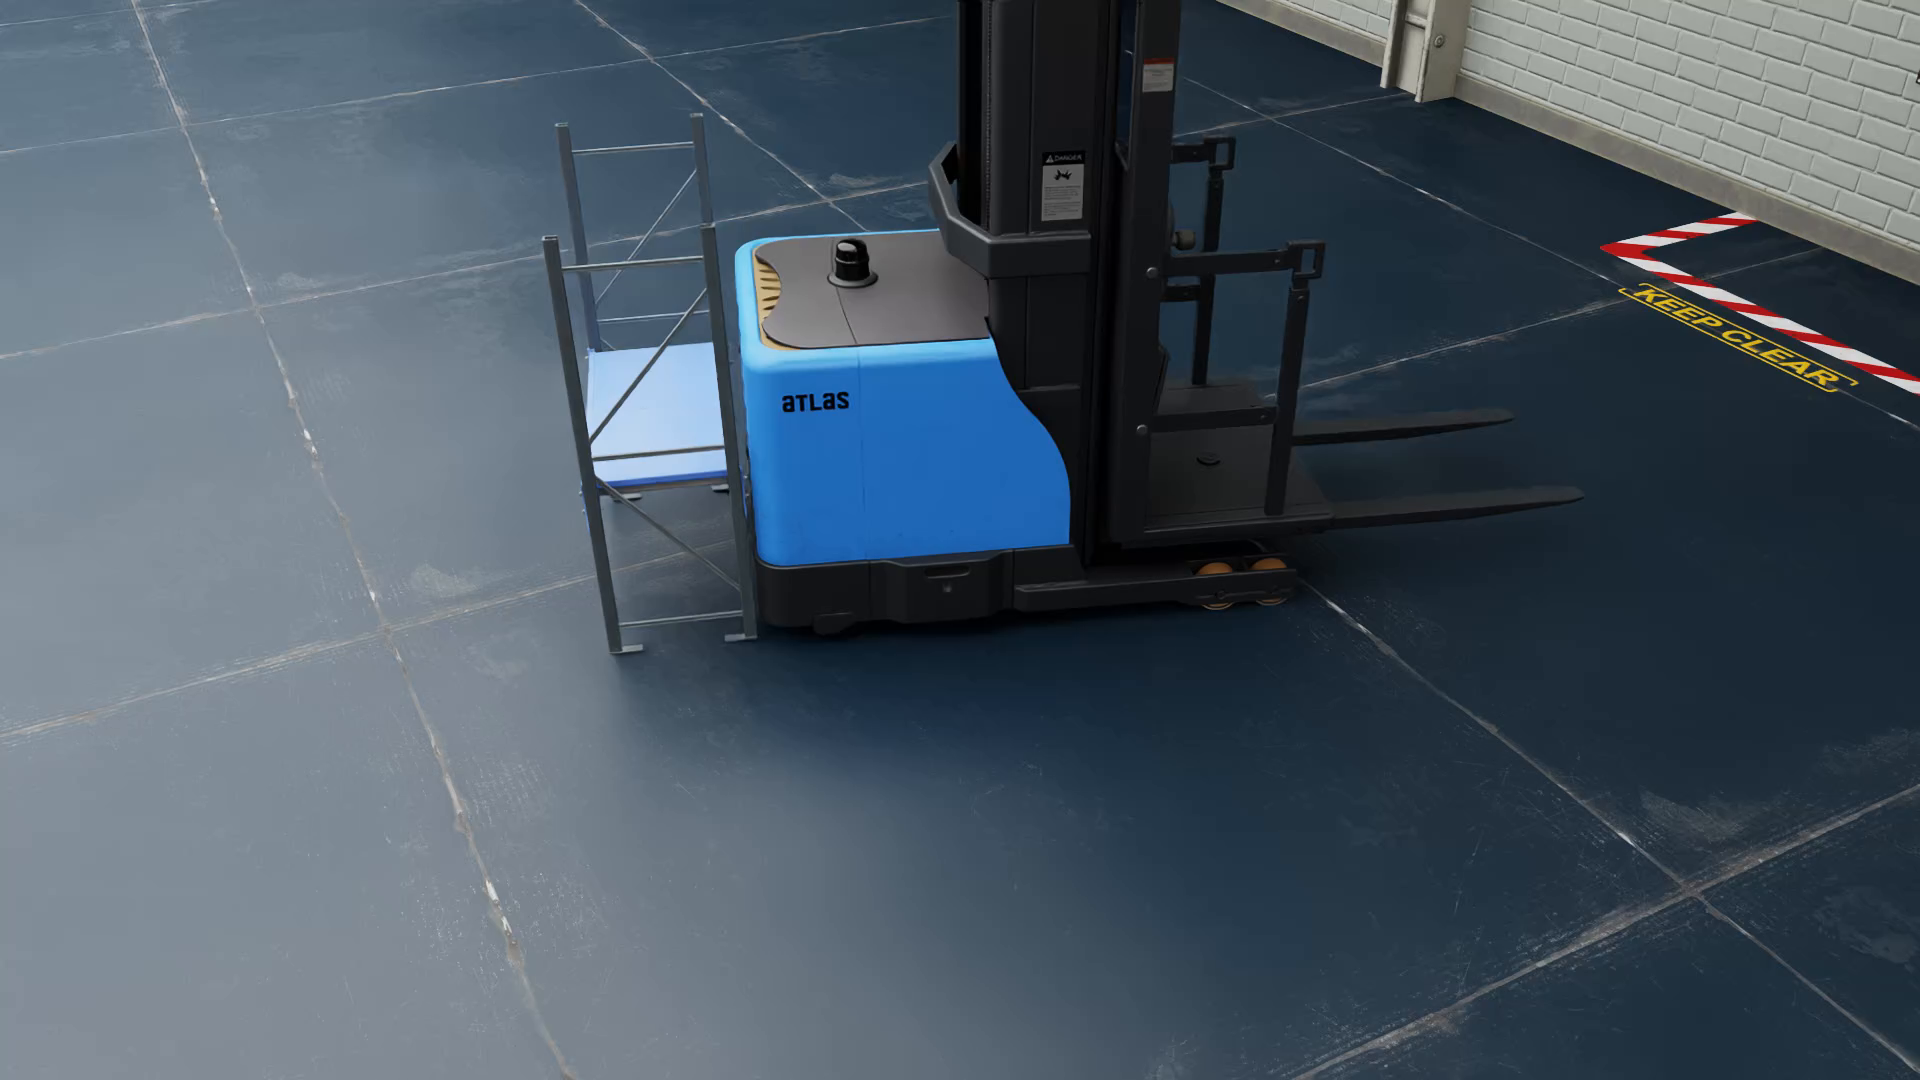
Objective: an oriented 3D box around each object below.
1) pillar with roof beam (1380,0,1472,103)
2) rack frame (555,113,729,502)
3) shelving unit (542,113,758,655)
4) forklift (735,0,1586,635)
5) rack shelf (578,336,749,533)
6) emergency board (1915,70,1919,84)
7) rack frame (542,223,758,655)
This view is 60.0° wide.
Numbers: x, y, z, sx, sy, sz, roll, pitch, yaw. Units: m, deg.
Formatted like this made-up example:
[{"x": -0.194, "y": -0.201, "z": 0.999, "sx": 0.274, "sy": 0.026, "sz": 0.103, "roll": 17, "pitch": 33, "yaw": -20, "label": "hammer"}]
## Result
[{"x": -0.832, "y": -5.627, "z": 6.691, "sx": 9.100, "sy": 9.000, "sz": 0.400, "roll": -16, "pitch": 36, "yaw": -23, "label": "pillar with roof beam"}, {"x": -1.123, "y": -0.814, "z": 6.122, "sx": 0.500, "sy": 1.500, "sz": 0.032, "roll": -6, "pitch": 33, "yaw": -7, "label": "rack frame"}, {"x": -1.040, "y": -0.544, "z": 5.700, "sx": 0.538, "sy": 1.500, "sz": 1.048, "roll": -6, "pitch": 33, "yaw": -7, "label": "shelving unit"}, {"x": 0.746, "y": -1.265, "z": 5.508, "sx": 3.031, "sy": 2.935, "sz": 1.130, "roll": -4, "pitch": 33, "yaw": -7, "label": "forklift"}, {"x": -1.037, "y": -0.393, "z": 5.797, "sx": 0.538, "sy": 0.185, "sz": 1.000, "roll": -6, "pitch": 33, "yaw": -7, "label": "rack shelf"}, {"x": 4.668, "y": -2.518, "z": 7.399, "sx": 0.157, "sy": 1.169, "sz": 0.626, "roll": -16, "pitch": 36, "yaw": -23, "label": "emergency board"}, {"x": -0.956, "y": -0.273, "z": 5.277, "sx": 0.500, "sy": 1.500, "sz": 0.032, "roll": -6, "pitch": 33, "yaw": -7, "label": "rack frame"}]
